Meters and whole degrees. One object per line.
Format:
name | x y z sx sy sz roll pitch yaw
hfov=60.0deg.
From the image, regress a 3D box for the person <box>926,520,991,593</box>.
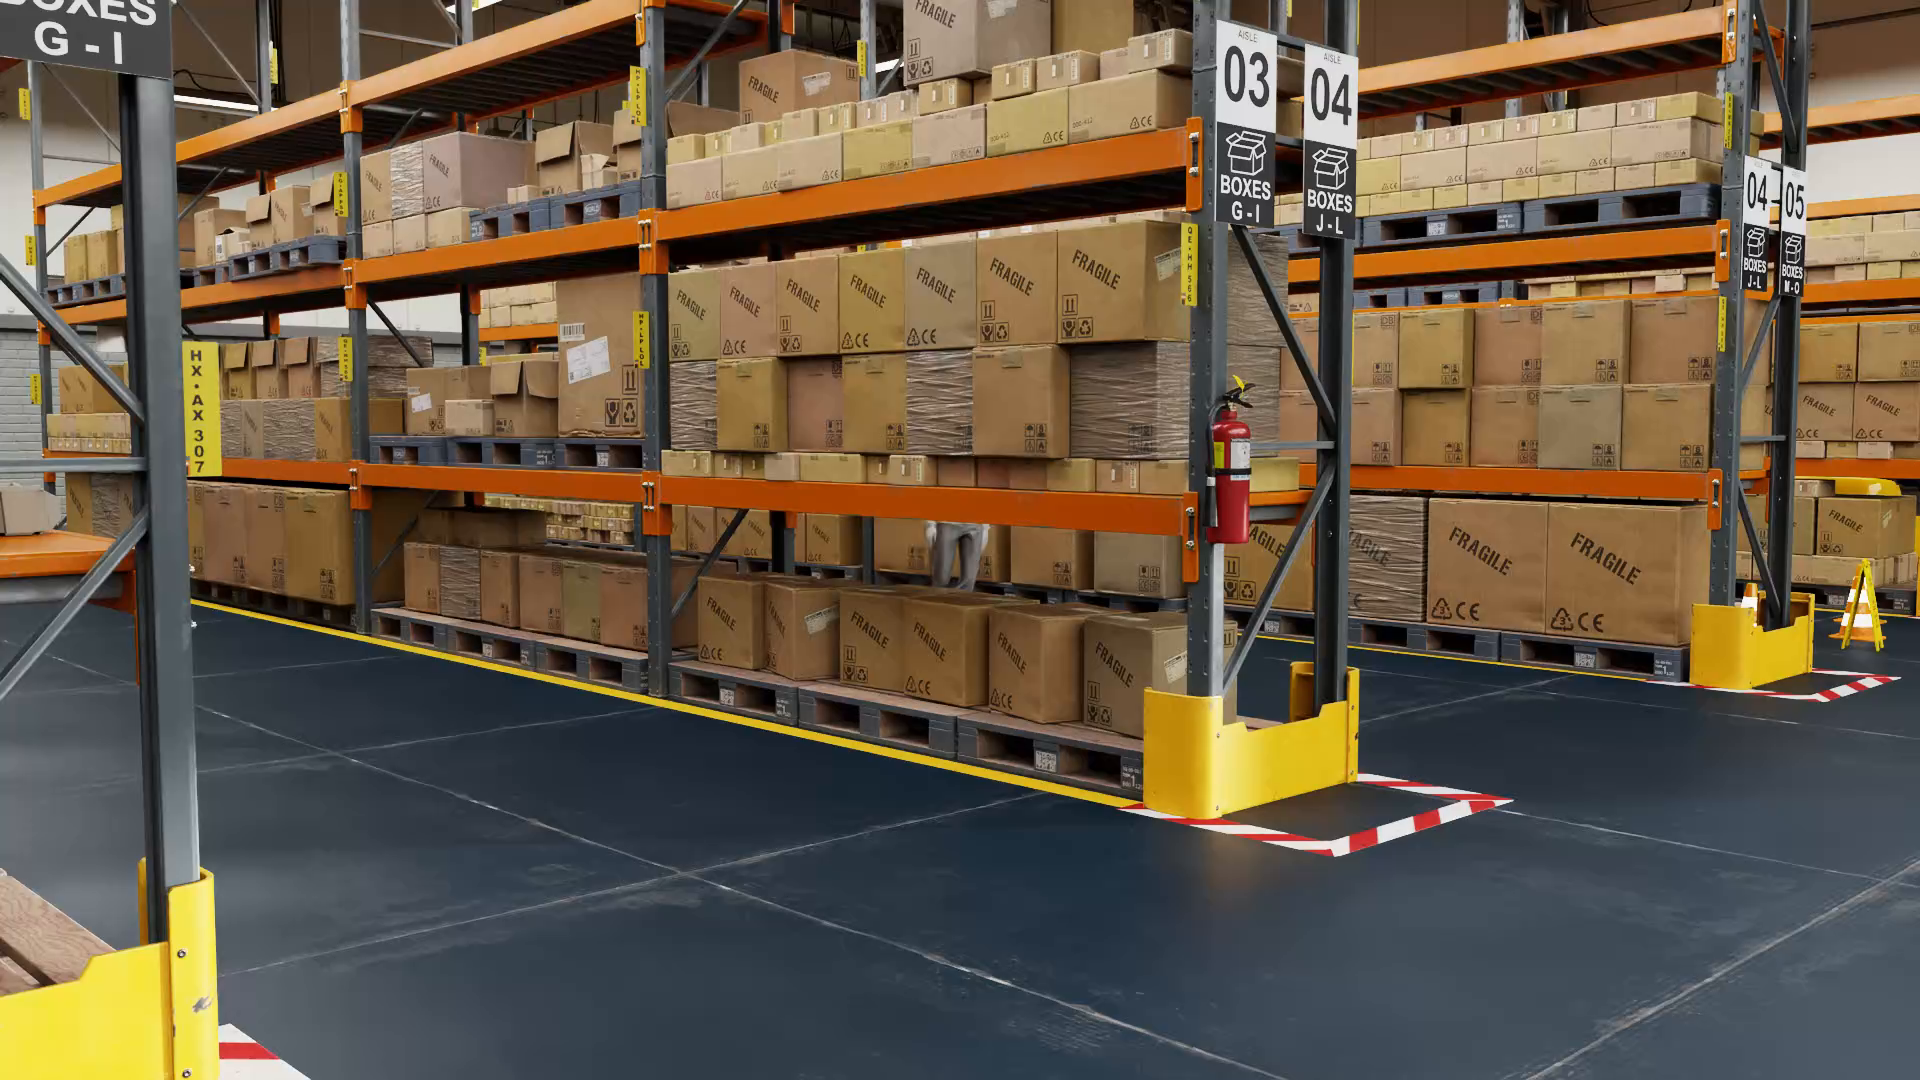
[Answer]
person | -0.028 -0.091 12.209 0.533 1.669 0.530 -1 4 -19
